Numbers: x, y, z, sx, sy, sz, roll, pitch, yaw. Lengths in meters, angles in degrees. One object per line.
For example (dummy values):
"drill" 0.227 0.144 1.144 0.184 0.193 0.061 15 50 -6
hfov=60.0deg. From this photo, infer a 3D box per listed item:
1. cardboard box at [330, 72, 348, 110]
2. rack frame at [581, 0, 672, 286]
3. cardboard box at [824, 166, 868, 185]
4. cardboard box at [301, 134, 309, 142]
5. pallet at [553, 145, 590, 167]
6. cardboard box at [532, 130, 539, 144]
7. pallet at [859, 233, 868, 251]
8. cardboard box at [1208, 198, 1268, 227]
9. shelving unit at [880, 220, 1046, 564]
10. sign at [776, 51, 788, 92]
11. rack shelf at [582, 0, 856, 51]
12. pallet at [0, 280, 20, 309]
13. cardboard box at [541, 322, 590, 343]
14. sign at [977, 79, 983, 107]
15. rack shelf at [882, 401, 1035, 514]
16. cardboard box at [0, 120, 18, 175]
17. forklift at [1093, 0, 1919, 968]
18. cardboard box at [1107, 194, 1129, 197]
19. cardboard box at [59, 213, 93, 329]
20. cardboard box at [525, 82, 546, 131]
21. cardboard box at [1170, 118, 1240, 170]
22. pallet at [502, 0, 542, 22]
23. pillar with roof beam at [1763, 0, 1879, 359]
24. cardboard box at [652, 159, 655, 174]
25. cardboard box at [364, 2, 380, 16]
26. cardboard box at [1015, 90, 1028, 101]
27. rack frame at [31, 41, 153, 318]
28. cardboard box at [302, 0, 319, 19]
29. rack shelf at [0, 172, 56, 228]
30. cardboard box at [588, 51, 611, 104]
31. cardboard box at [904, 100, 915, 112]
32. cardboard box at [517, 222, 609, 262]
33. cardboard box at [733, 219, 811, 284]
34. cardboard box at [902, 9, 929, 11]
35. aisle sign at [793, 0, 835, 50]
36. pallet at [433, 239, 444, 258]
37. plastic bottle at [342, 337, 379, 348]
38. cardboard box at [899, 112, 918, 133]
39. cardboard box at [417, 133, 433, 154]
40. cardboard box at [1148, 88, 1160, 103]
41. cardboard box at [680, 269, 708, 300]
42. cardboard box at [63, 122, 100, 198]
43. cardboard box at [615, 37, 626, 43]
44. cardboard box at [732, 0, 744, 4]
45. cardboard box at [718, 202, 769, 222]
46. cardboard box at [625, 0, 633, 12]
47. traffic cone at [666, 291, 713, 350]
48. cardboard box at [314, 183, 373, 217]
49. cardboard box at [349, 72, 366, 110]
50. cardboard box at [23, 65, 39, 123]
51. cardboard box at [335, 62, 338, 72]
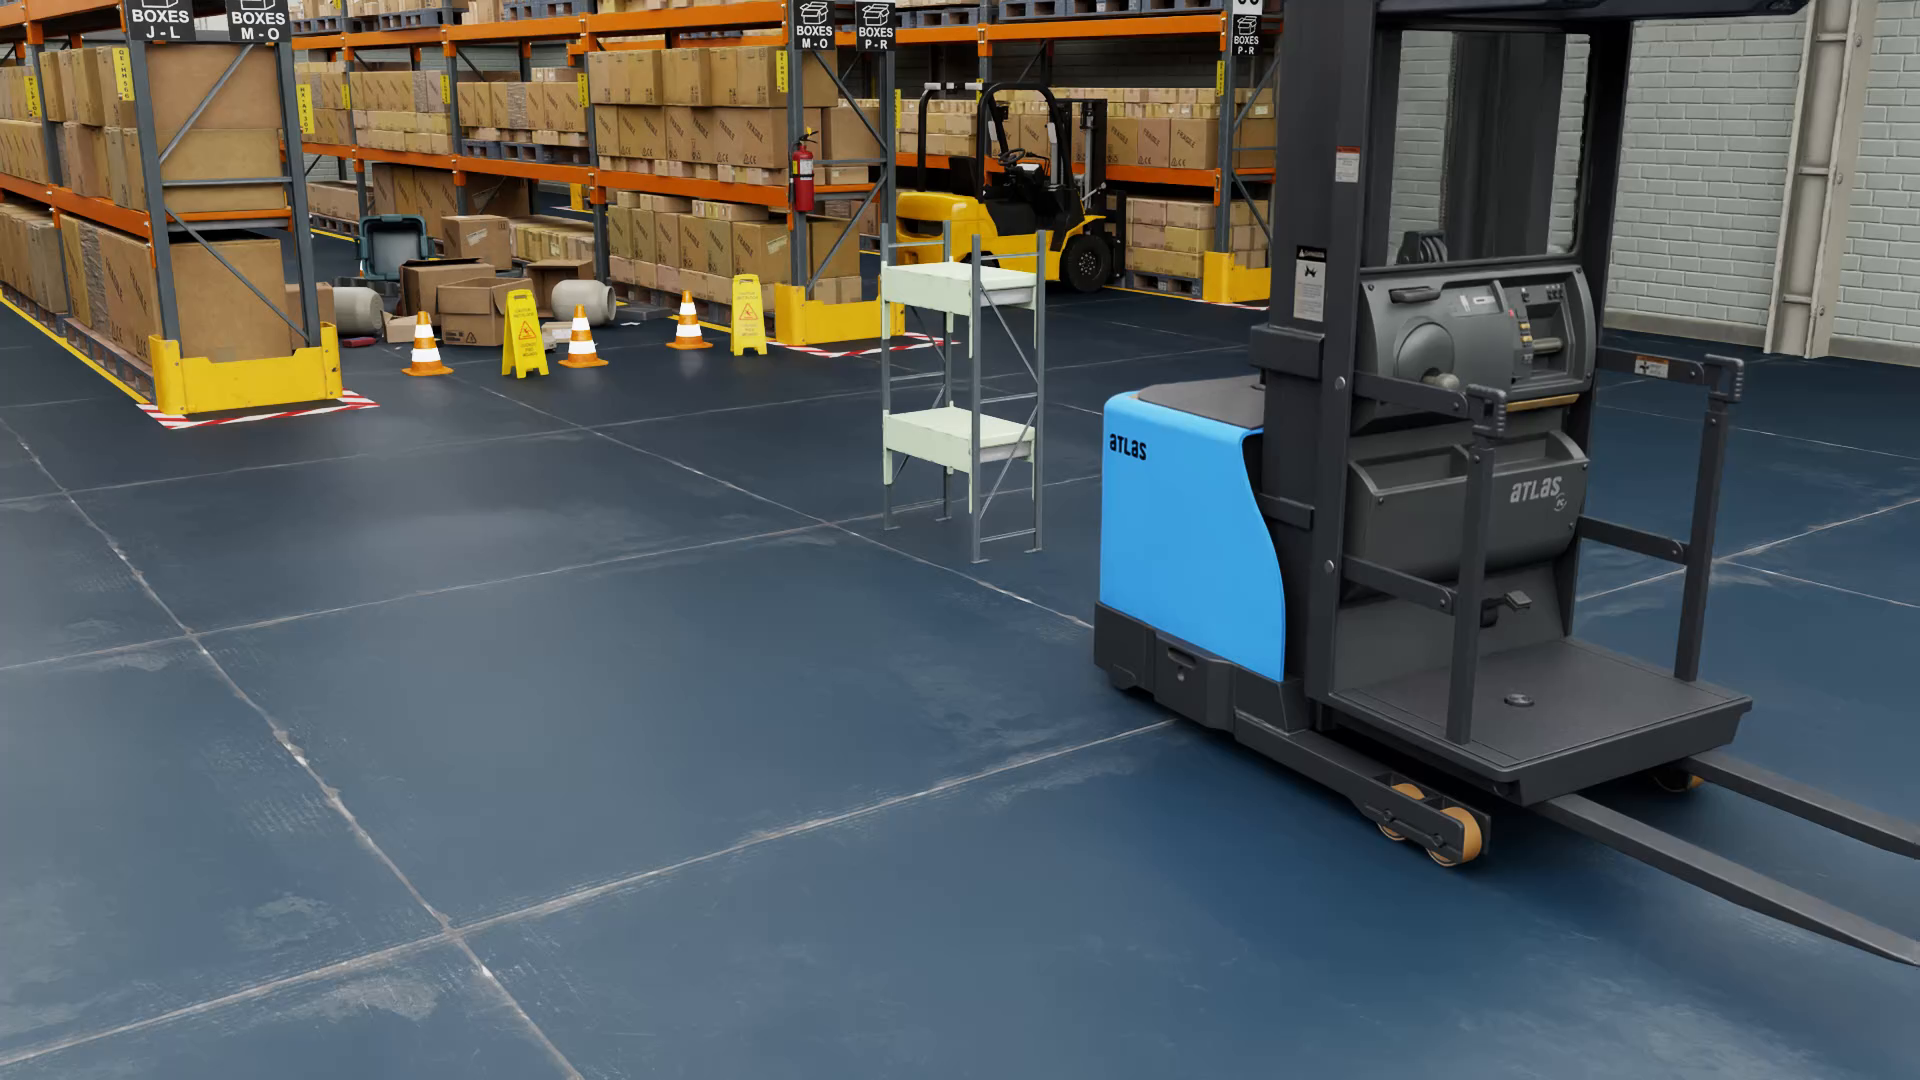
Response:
"cardboard box" -8.547 -6.348 23.505 0.500 0.500 0.500 -11 19 -35
"rack frame" -3.343 -4.052 17.197 1.000 3.000 0.127 -11 19 -35
"cardboard box" -1.023 -3.181 14.492 0.380 0.149 0.250 -11 19 -34
"cardboard box" -9.744 -6.300 25.223 0.500 0.500 0.500 -11 19 -35
"pallet" -3.674 -4.145 17.901 1.003 0.211 1.213 -11 19 -35
"cardboard box" -4.457 -4.420 18.224 0.380 0.149 0.250 -11 19 -35
"pallet" -1.229 -4.150 22.839 1.003 0.211 1.213 -11 19 -35
"cardboard box" 2.892 -3.459 17.552 0.500 0.250 0.500 -11 19 -35
"shelving unit" 0.004 -0.722 7.873 0.431 1.500 0.755 -11 19 -35
"sign" -1.452 -3.826 13.583 0.100 0.325 0.005 -11 19 -35
"rack shelf" -2.167 -4.724 15.336 1.077 0.370 4.000 -11 19 -35
"pallet" -9.237 -2.591 17.142 1.003 0.211 1.213 -11 19 -35
"cardboard box" -3.395 -1.789 14.329 0.380 0.149 0.250 -2 15 -6
"sign" 0.237 -5.257 19.557 0.100 0.325 0.005 -11 19 -35
"rack shelf" 0.004 -0.408 7.959 0.431 0.370 0.720 -11 19 -35
"cardboard box" -8.996 -3.810 16.126 0.500 0.500 0.500 -11 19 -35
"forklift" 1.680 -0.629 4.823 1.130 2.935 3.031 -9 18 -30
"cardboard box" 1.597 -3.701 18.435 0.500 0.250 0.500 -11 19 -36
"cardboard box" -6.974 -2.294 14.006 0.875 0.875 0.875 -11 19 -34
"cardboard box" -4.391 -4.726 18.111 0.500 0.500 0.500 -10 18 -33
"cardboard box" 2.520 -4.081 17.116 0.500 0.500 0.500 -11 19 -36
"pallet" -4.232 -5.777 18.175 1.213 0.211 1.003 -11 19 -35
"pillar with roof beam" 3.387 -5.201 10.034 9.100 9.000 0.400 -11 19 -35
"cardboard box" -2.746 -3.605 16.042 0.380 0.149 0.250 -11 19 -35
"cardboard box" -7.586 -6.972 21.832 0.380 0.166 0.250 -12 20 -38
"cardboard box" 0.859 -5.174 19.317 0.380 0.149 0.250 -11 19 -34
"rack frame" -7.287 -3.262 14.311 1.000 3.000 0.127 -11 19 -35
"cardboard box" -9.334 -7.906 24.423 0.500 0.500 0.500 -10 18 -34
"rack shelf" -8.463 -3.342 15.966 1.077 0.370 4.000 -11 19 -35
"cardboard box" -3.259 -4.598 16.546 0.700 0.500 0.500 -11 19 -35
"cardboard box" -0.486 -5.491 21.037 0.380 0.149 0.250 -11 19 -34
"cardboard box" -4.489 -3.399 18.997 0.950 0.372 0.625 -10 18 -33
"cardboard box" -1.673 -2.566 14.762 0.500 0.500 0.500 -11 19 -34
"cardboard box" -0.540 -6.944 21.542 0.380 0.166 0.250 -11 19 -35
"aisle sign" -1.189 -4.393 13.520 0.394 0.787 0.004 -11 19 -35
"pallet" -6.097 -3.741 21.344 1.003 0.211 1.213 -11 19 -35
"plastic bottle" -5.078 -1.681 14.101 0.133 0.061 0.283 10 18 33
"cardboard box" -0.430 -5.276 21.006 0.500 0.250 0.500 -10 18 -33
"cardboard box" -6.515 -5.008 20.974 0.500 0.250 0.500 -10 18 -34
"cardboard box" 2.209 -4.681 17.516 0.380 0.149 0.250 -11 19 -34
"cardboard box" -2.294 -2.427 15.676 0.500 0.250 0.500 -12 19 -37
"cardboard box" -6.497 -3.010 13.106 0.875 0.550 0.550 -11 19 -35
"cardboard box" -5.413 -8.212 27.191 0.380 0.149 0.250 -10 18 -33
"cardboard box" -1.729 -4.666 14.235 0.380 0.149 0.250 -10 18 -33
"cardboard box" -1.943 -2.947 14.925 0.380 0.149 0.250 -10 18 -33
"cardboard box" -3.014 -5.172 16.085 0.380 0.149 0.250 -11 19 -34
"traffic cone" -2.287 -1.865 14.015 0.336 0.463 0.334 -11 19 -35
"cardboard box" -9.385 -5.261 25.675 0.875 0.438 0.875 -10 18 -33
"cardboard box" -8.020 -6.152 22.787 0.500 0.500 0.500 -11 19 -34
"cardboard box" -8.185 -4.115 15.344 0.700 0.500 0.500 -11 19 -34
"cardboard box" -8.691 -6.747 23.735 0.380 0.149 0.250 -11 19 -34
